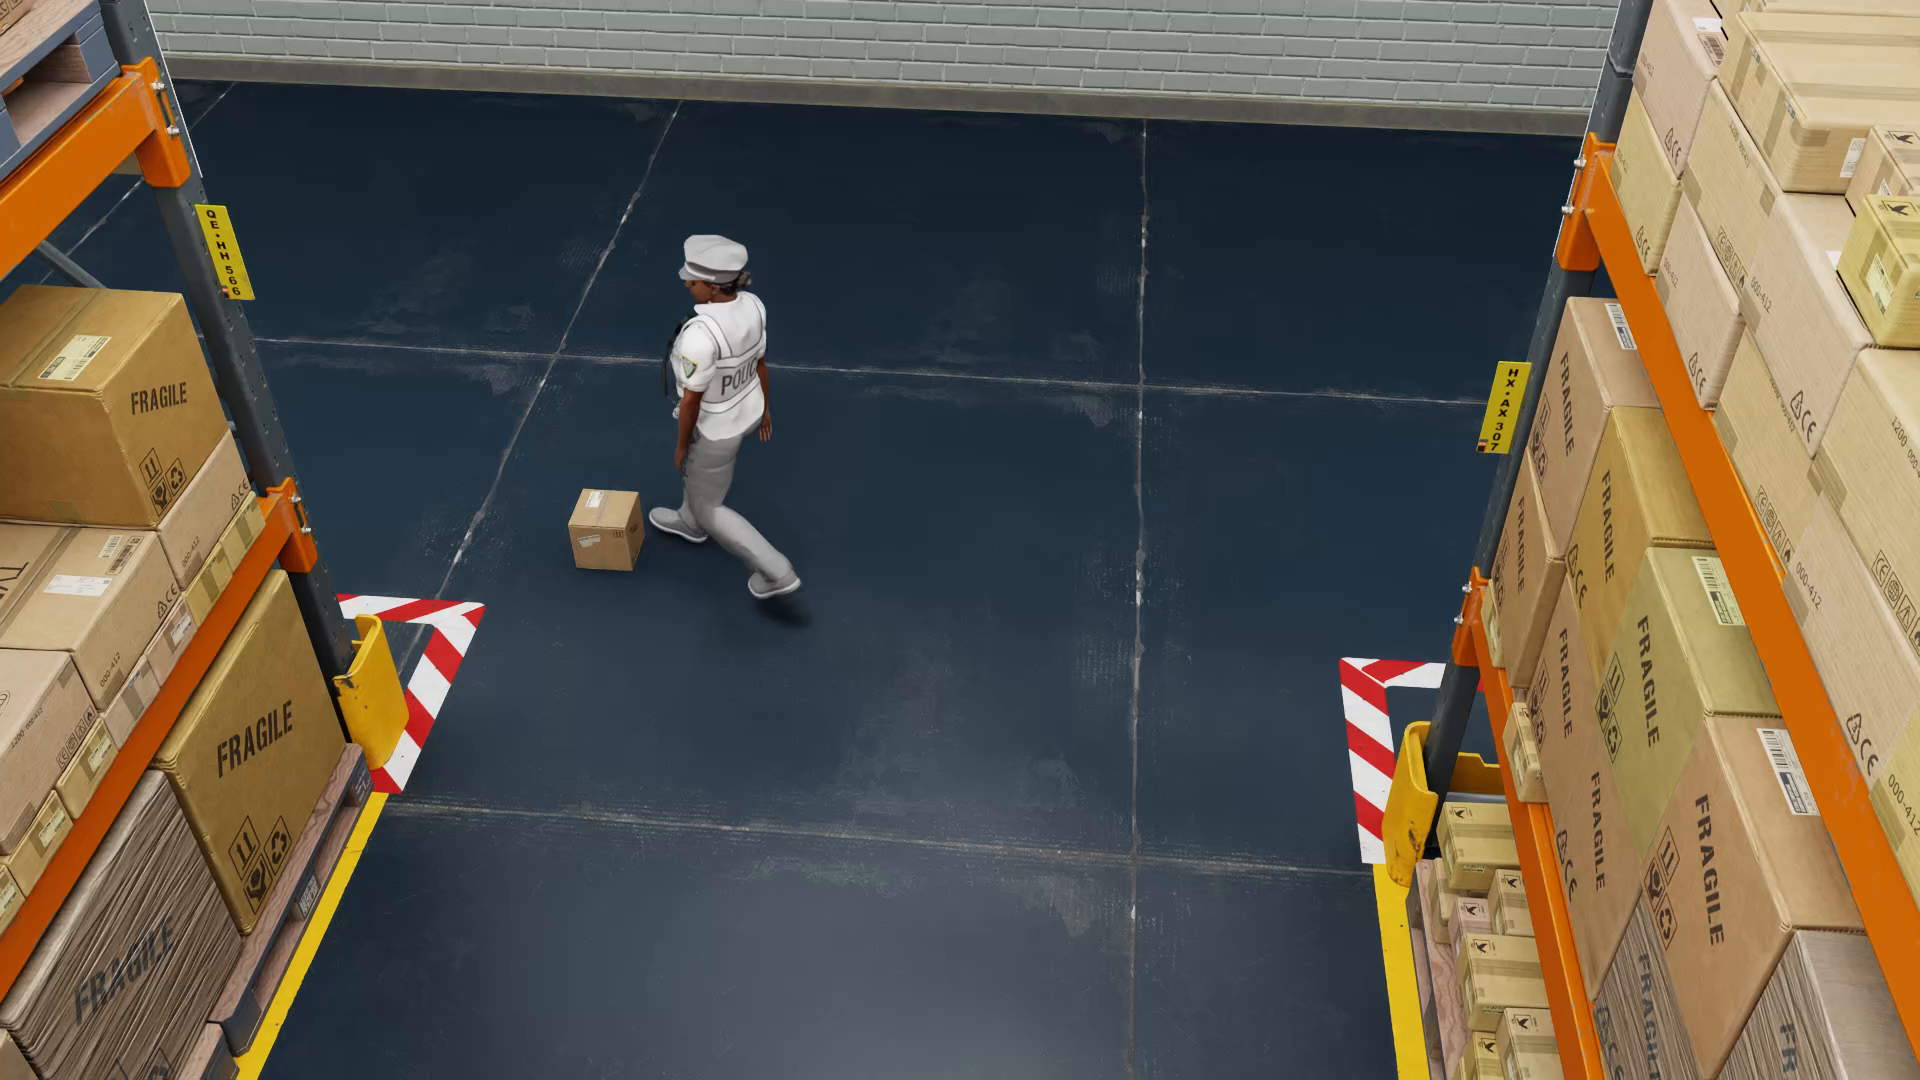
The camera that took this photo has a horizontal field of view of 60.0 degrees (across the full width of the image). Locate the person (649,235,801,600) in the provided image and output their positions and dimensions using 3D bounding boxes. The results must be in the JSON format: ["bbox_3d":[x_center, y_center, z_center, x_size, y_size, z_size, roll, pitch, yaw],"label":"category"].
[{"bbox_3d":[-1.016,-0.510,6.770,0.936,1.617,0.463,19,44,21],"label":"person"}]
